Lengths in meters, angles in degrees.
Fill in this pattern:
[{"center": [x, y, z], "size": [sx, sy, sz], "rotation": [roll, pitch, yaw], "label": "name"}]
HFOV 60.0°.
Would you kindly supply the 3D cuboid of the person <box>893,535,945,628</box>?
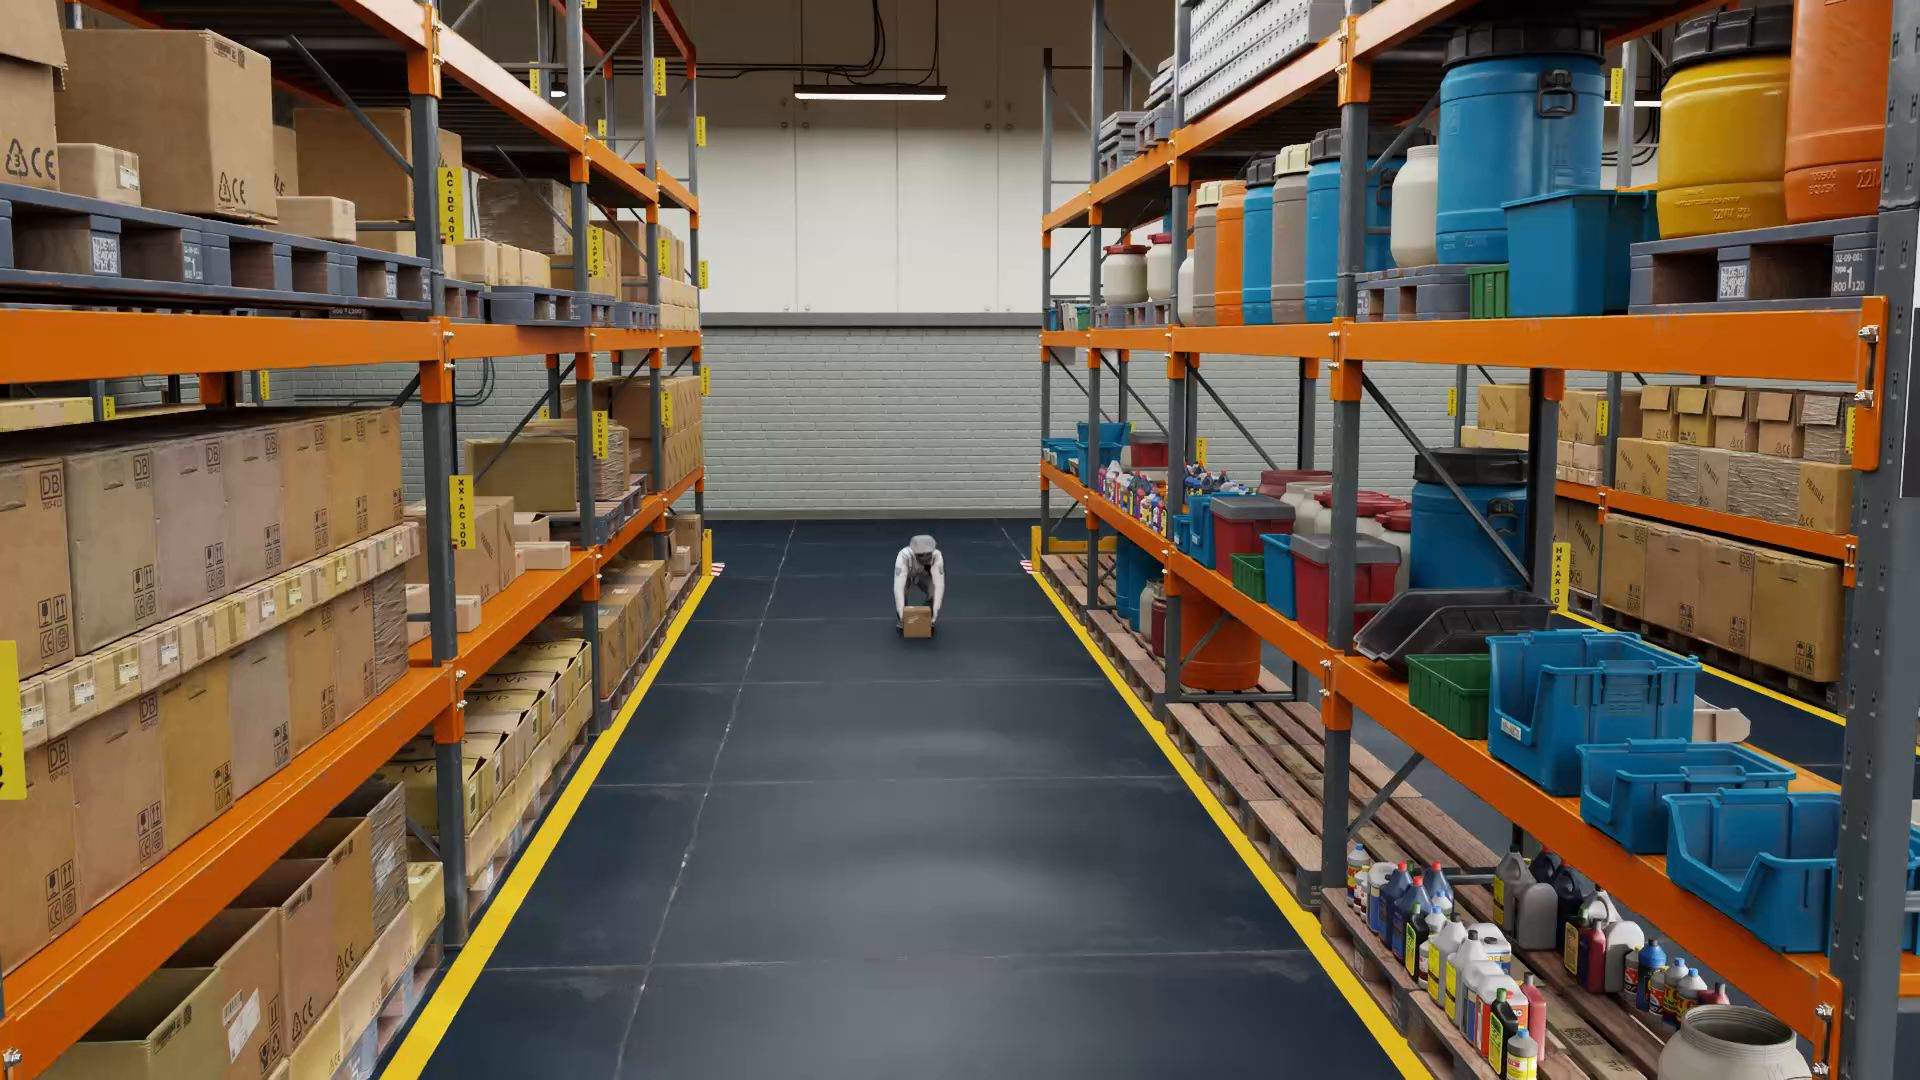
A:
[{"center": [-0.394, 0.382, 15.686], "size": [0.481, 0.928, 0.853], "rotation": [0, 7, -4], "label": "person"}]
